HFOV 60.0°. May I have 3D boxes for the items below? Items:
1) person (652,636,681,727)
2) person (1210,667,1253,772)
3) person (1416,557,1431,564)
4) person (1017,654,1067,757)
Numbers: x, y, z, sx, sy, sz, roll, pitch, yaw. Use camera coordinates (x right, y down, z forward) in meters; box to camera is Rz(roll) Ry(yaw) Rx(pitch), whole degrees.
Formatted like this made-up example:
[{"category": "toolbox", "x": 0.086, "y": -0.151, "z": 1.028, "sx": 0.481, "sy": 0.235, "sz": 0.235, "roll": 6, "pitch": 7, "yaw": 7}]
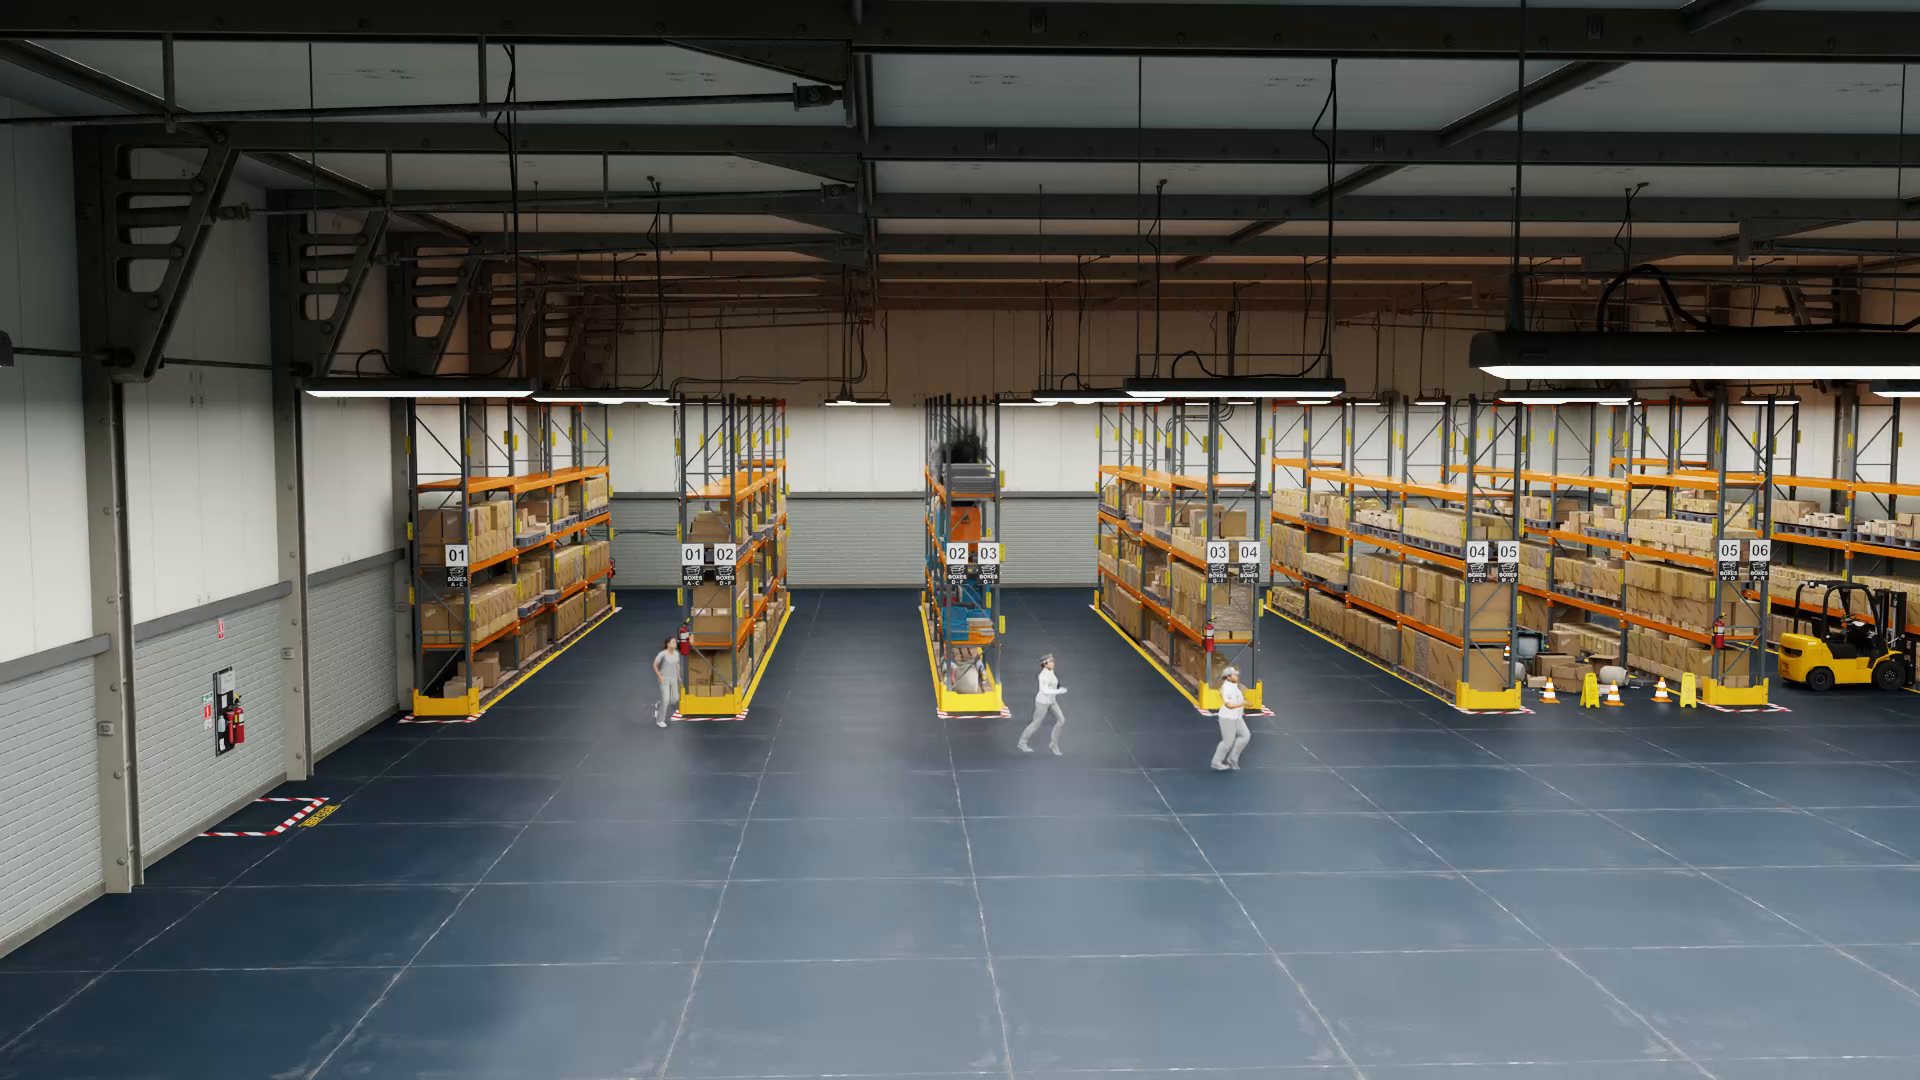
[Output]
[{"category": "person", "x": -5.304, "y": 2.546, "z": 30.179, "sx": 0.606, "sy": 1.616, "sz": 0.556, "roll": -4, "pitch": 6, "yaw": -44}, {"category": "person", "x": 4.290, "y": 2.837, "z": 26.185, "sx": 0.661, "sy": 1.695, "sz": 0.586, "roll": 2, "pitch": 5, "yaw": 22}, {"category": "person", "x": 13.675, "y": 0.974, "z": 49.321, "sx": 0.611, "sy": 1.714, "sz": 0.695, "roll": 0, "pitch": 5, "yaw": 1}, {"category": "person", "x": 1.394, "y": 2.718, "z": 27.436, "sx": 0.866, "sy": 1.722, "sz": 0.622, "roll": 2, "pitch": 5, "yaw": 26}]
